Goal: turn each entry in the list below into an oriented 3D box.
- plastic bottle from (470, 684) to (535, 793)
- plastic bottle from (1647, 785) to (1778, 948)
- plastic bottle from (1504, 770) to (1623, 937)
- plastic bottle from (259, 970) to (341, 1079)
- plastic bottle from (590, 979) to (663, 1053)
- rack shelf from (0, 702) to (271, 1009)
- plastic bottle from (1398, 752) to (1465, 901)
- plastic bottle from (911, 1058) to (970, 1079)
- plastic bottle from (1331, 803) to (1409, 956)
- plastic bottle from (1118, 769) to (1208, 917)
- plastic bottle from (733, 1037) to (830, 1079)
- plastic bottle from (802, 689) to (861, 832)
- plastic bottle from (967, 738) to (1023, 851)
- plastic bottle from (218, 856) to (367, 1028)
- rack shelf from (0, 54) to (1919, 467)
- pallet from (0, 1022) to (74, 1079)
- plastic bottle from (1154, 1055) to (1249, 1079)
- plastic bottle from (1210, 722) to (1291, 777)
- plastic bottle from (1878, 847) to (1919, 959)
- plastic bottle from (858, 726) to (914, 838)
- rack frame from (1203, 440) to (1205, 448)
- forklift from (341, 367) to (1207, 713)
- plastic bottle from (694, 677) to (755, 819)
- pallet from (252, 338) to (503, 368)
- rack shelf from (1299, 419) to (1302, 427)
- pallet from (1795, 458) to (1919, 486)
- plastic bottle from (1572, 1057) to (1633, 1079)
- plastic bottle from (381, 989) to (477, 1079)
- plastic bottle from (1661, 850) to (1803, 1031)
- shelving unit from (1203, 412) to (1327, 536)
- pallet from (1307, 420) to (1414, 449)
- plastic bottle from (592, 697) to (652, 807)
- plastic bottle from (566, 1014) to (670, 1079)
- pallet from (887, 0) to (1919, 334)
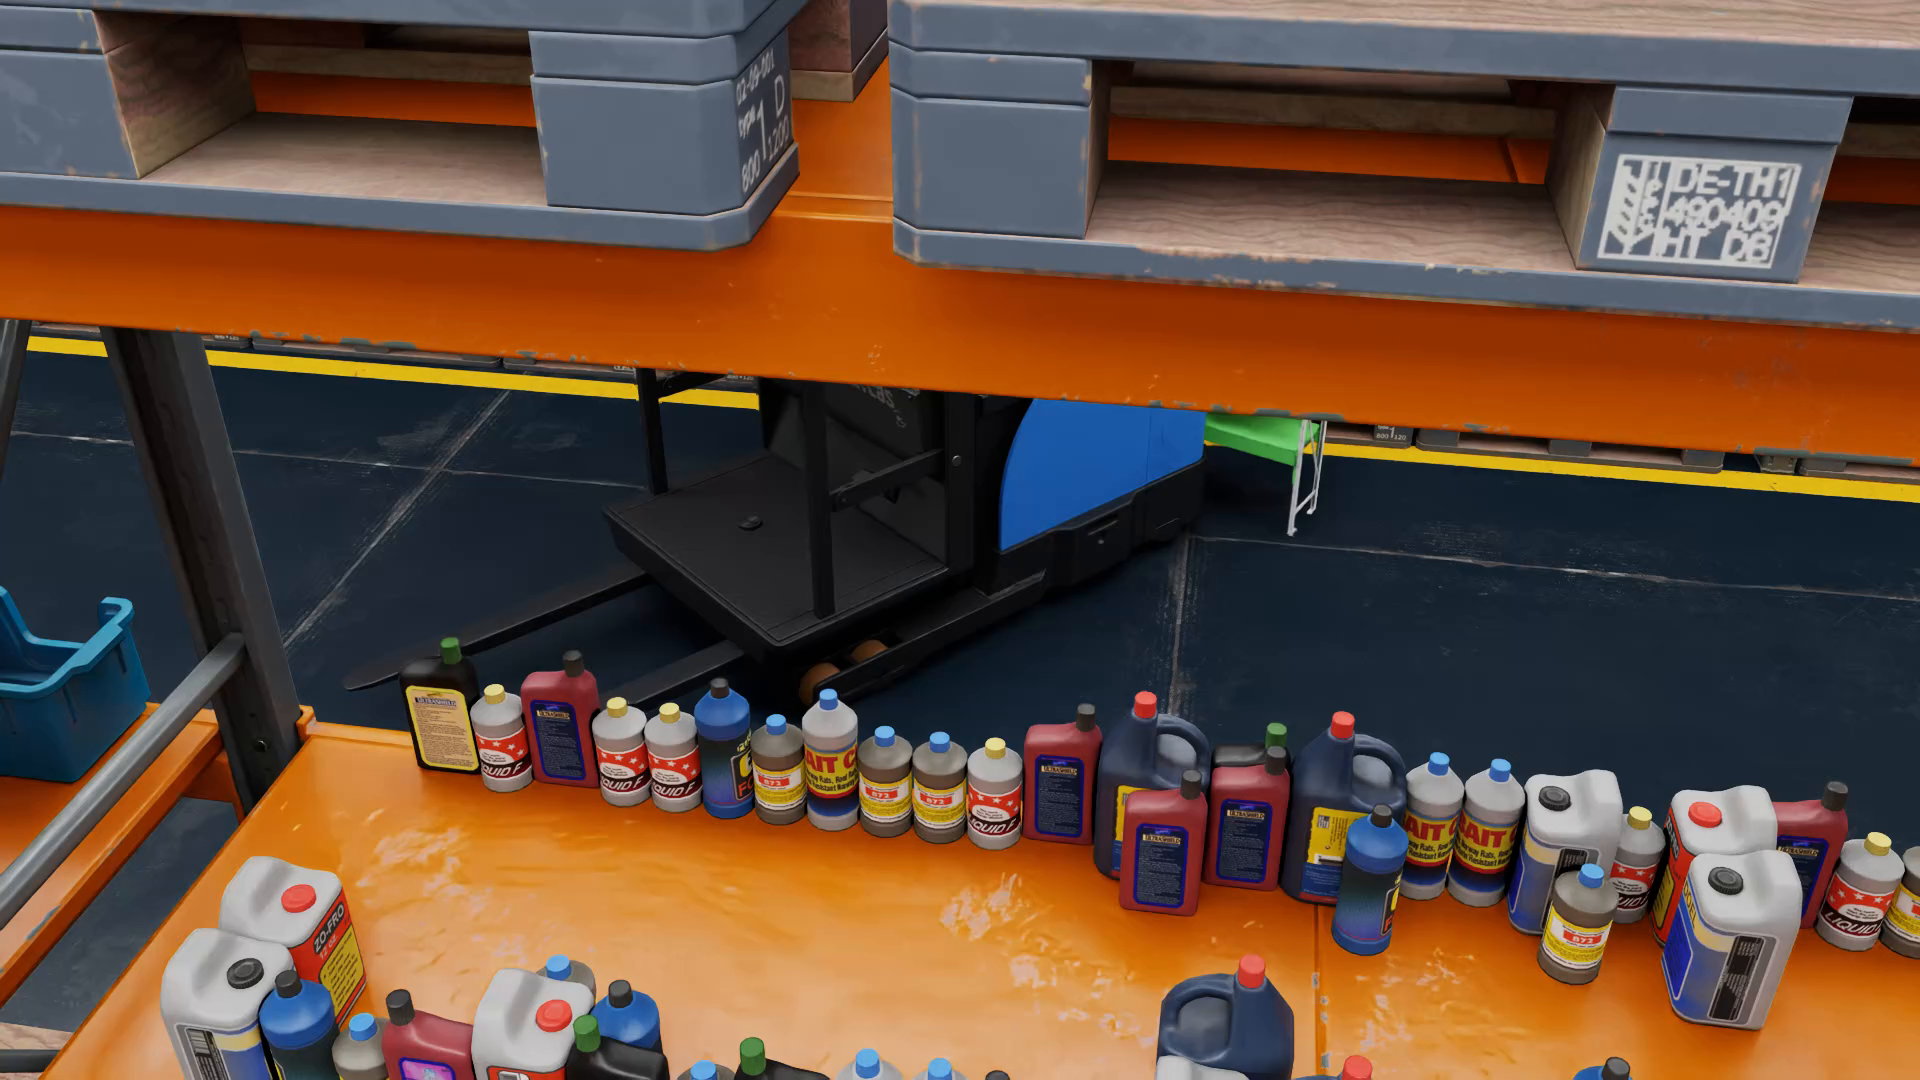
[{"bbox_3d":[-0.838,0.355,3.043,0.097,0.201,0.097,0,32,0],"label":"plastic bottle"},{"bbox_3d":[1.219,0.524,2.703,0.135,0.276,0.152,5,32,8],"label":"plastic bottle"},{"bbox_3d":[0.990,0.503,2.736,0.135,0.276,0.152,5,32,8],"label":"plastic bottle"},{"bbox_3d":[-0.938,0.724,2.387,0.097,0.271,0.097,0,32,0],"label":"plastic bottle"},{"bbox_3d":[-0.471,0.734,2.371,0.097,0.271,0.097,0,32,0],"label":"plastic bottle"},{"bbox_3d":[-3.391,0.564,3.200,4.000,0.370,1.077,5,32,8],"label":"rack shelf"},{"bbox_3d":[0.784,0.472,2.790,0.097,0.271,0.097,0,32,0],"label":"plastic bottle"},{"bbox_3d":[-0.027,0.807,2.255,0.097,0.271,0.097,0,32,0],"label":"plastic bottle"},{"bbox_3d":[0.664,0.539,2.684,0.097,0.271,0.097,0,32,0],"label":"plastic bottle"},{"bbox_3d":[0.336,0.494,2.744,0.133,0.283,0.061,5,32,8],"label":"plastic bottle"},{"bbox_3d":[-0.239,0.792,2.267,0.133,0.283,0.061,5,32,8],"label":"plastic bottle"},{"bbox_3d":[-0.227,0.380,2.936,0.097,0.271,0.097,0,32,0],"label":"plastic bottle"},{"bbox_3d":[0.061,0.436,2.913,0.097,0.201,0.097,0,32,0],"label":"plastic bottle"},{"bbox_3d":[-1.022,0.618,2.552,0.135,0.276,0.152,5,32,8],"label":"plastic bottle"},{"bbox_3d":[0.552,-0.350,1.834,4.000,0.370,1.077,5,32,8],"label":"rack shelf"},{"bbox_3d":[-2.177,1.530,3.606,1.213,0.211,1.003,5,32,8],"label":"pallet"},{"bbox_3d":[0.320,0.822,2.227,0.135,0.276,0.152,5,32,8],"label":"plastic bottle"},{"bbox_3d":[0.491,0.430,2.845,0.133,0.283,0.061,5,32,8],"label":"plastic bottle"},{"bbox_3d":[1.565,0.572,2.696,0.097,0.201,0.097,0,32,0],"label":"plastic bottle"},{"bbox_3d":[-0.131,0.419,2.941,0.097,0.201,0.097,0,32,0],"label":"plastic bottle"},{"bbox_3d":[0.899,-0.721,6.271,0.015,1.200,0.240,19,37,28],"label":"rack frame"},{"bbox_3d":[-0.538,-0.995,5.077,3.031,2.935,1.130,-24,39,-33],"label":"forklift"},{"bbox_3d":[-0.419,0.363,2.964,0.097,0.271,0.097,0,32,0],"label":"plastic bottle"},{"bbox_3d":[-2.586,-1.175,7.928,1.213,0.211,1.003,5,32,8],"label":"pallet"},{"bbox_3d":[1.103,-0.596,6.191,0.480,0.148,0.258,19,37,28],"label":"rack shelf"},{"bbox_3d":[4.037,-0.552,6.933,1.213,0.211,1.003,5,32,8],"label":"pallet"},{"bbox_3d":[0.865,0.806,2.257,0.097,0.271,0.097,0,32,0],"label":"plastic bottle"},{"bbox_3d":[-0.731,0.748,2.338,0.133,0.283,0.061,5,32,8],"label":"plastic bottle"},{"bbox_3d":[1.193,0.604,2.575,0.135,0.276,0.152,5,32,8],"label":"plastic bottle"},{"bbox_3d":[1.103,-0.650,6.157,0.503,1.200,0.258,19,37,28],"label":"shelving unit"},{"bbox_3d":[1.346,-0.774,7.288,1.213,0.211,1.003,5,32,8],"label":"pallet"},{"bbox_3d":[-0.611,0.375,3.011,0.097,0.201,0.097,0,32,0],"label":"plastic bottle"},{"bbox_3d":[-0.467,0.772,2.300,0.133,0.283,0.061,5,32,8],"label":"plastic bottle"},{"bbox_3d":[0.616,-0.515,1.597,1.213,0.211,1.003,5,32,8],"label":"pallet"}]
